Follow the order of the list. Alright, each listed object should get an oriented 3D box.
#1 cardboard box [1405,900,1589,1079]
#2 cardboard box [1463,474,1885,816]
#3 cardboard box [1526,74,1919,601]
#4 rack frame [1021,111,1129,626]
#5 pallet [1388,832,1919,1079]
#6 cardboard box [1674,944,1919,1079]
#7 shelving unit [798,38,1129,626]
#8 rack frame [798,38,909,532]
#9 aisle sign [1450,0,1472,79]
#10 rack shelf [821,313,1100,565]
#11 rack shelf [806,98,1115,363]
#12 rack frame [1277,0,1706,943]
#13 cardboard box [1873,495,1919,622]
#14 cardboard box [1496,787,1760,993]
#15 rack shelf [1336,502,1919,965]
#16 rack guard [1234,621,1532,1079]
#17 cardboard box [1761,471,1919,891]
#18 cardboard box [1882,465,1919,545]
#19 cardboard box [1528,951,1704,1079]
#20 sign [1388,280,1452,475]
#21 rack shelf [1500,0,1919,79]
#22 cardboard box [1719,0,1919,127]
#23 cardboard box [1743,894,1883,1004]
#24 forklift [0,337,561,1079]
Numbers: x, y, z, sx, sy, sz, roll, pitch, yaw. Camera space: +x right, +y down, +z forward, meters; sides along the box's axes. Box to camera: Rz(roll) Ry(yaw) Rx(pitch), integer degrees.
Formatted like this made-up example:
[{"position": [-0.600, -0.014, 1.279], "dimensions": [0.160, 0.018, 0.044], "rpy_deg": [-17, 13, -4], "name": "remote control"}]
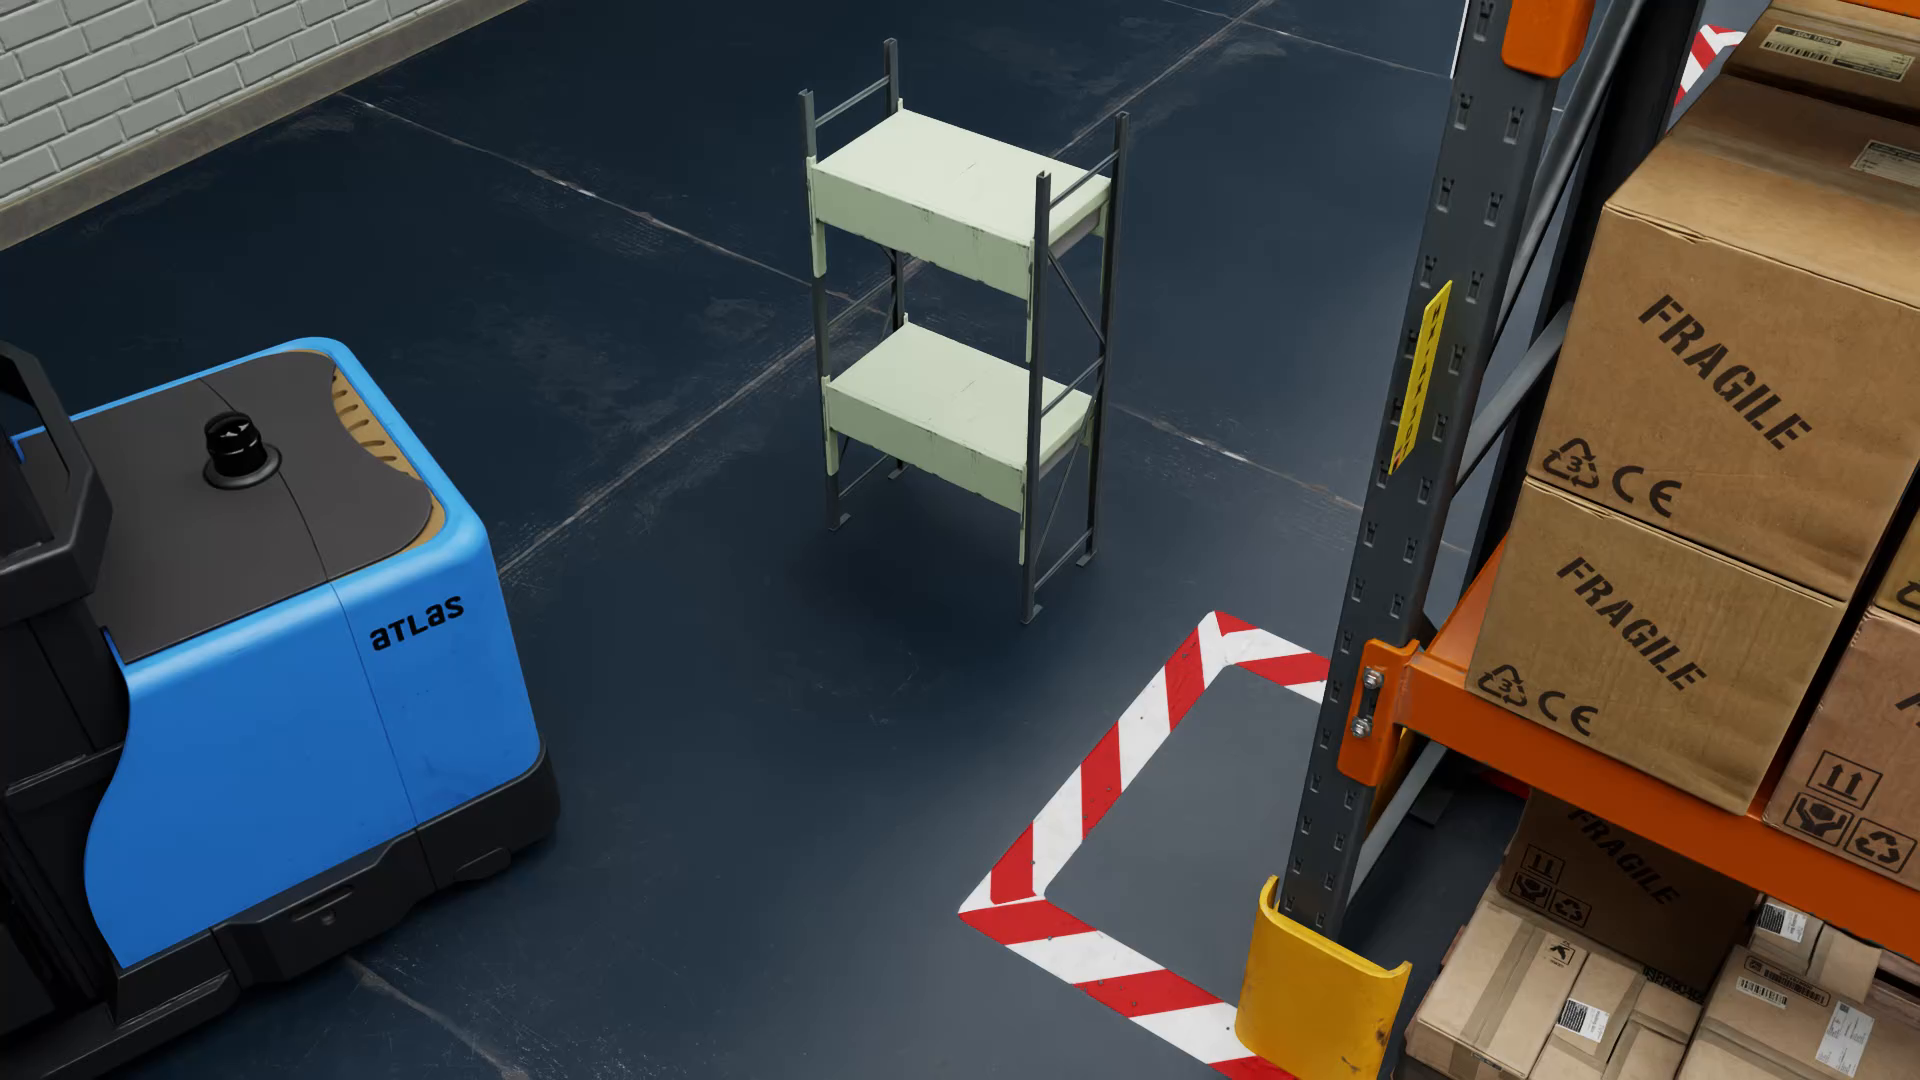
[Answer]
[{"position": [1.186, 1.019, 3.669], "dimensions": [0.250, 0.149, 0.380], "rpy_deg": [25, 48, 25], "name": "cardboard box"}, {"position": [1.252, 0.050, 2.870], "dimensions": [0.500, 0.500, 0.500], "rpy_deg": [26, 48, 26], "name": "cardboard box"}, {"position": [1.252, -0.323, 2.537], "dimensions": [0.500, 0.500, 0.500], "rpy_deg": [27, 48, 27], "name": "cardboard box"}, {"position": [0.305, -0.416, 4.590], "dimensions": [0.023, 1.500, 0.400], "rpy_deg": [25, 48, 25], "name": "rack frame"}, {"position": [1.756, 1.146, 3.811], "dimensions": [1.213, 0.211, 1.003], "rpy_deg": [25, 48, 25], "name": "pallet"}, {"position": [1.732, 1.188, 3.405], "dimensions": [0.500, 0.250, 0.500], "rpy_deg": [25, 48, 25], "name": "cardboard box"}, {"position": [0.005, -0.556, 4.747], "dimensions": [0.755, 1.500, 0.431], "rpy_deg": [25, 48, 25], "name": "shelving unit"}, {"position": [-0.294, -0.697, 4.904], "dimensions": [0.023, 1.500, 0.400], "rpy_deg": [25, 48, 25], "name": "rack frame"}, {"position": [0.816, -1.062, 2.237], "dimensions": [0.004, 0.787, 0.394], "rpy_deg": [25, 48, 25], "name": "aisle sign"}, {"position": [0.005, -0.313, 4.964], "dimensions": [0.720, 0.370, 0.431], "rpy_deg": [25, 48, 25], "name": "rack shelf"}, {"position": [0.005, -0.847, 4.487], "dimensions": [0.720, 0.370, 0.431], "rpy_deg": [25, 48, 25], "name": "rack shelf"}, {"position": [1.040, -0.227, 3.254], "dimensions": [0.127, 3.000, 1.000], "rpy_deg": [25, 48, 25], "name": "rack frame"}, {"position": [1.685, -0.127, 2.318], "dimensions": [0.500, 0.500, 0.500], "rpy_deg": [26, 48, 26], "name": "cardboard box"}, {"position": [1.627, 0.614, 3.859], "dimensions": [0.500, 0.500, 0.500], "rpy_deg": [25, 48, 25], "name": "cardboard box"}, {"position": [2.678, 0.807, 2.638], "dimensions": [4.000, 0.370, 1.077], "rpy_deg": [25, 48, 25], "name": "rack shelf"}, {"position": [1.103, 0.734, 4.055], "dimensions": [0.348, 0.500, 1.175], "rpy_deg": [25, 48, 25], "name": "rack guard"}, {"position": [1.678, 0.244, 2.653], "dimensions": [0.500, 0.500, 0.500], "rpy_deg": [25, 47, 25], "name": "cardboard box"}, {"position": [1.990, -0.045, 2.975], "dimensions": [0.500, 0.500, 0.500], "rpy_deg": [25, 48, 26], "name": "cardboard box"}, {"position": [1.391, 1.109, 3.556], "dimensions": [0.250, 0.166, 0.380], "rpy_deg": [25, 48, 25], "name": "cardboard box"}, {"position": [0.729, -0.253, 2.634], "dimensions": [0.005, 0.325, 0.100], "rpy_deg": [25, 48, 25], "name": "sign"}, {"position": [2.678, -0.311, 1.638], "dimensions": [4.000, 0.370, 1.077], "rpy_deg": [25, 48, 25], "name": "rack shelf"}, {"position": [1.563, -0.617, 2.865], "dimensions": [0.500, 0.500, 0.500], "rpy_deg": [25, 47, 25], "name": "cardboard box"}, {"position": [1.907, 0.943, 3.742], "dimensions": [0.250, 0.166, 0.380], "rpy_deg": [25, 48, 25], "name": "cardboard box"}, {"position": [-2.536, -0.001, 3.053], "dimensions": [3.031, 2.935, 1.130], "rpy_deg": [-26, 48, -26], "name": "forklift"}]
